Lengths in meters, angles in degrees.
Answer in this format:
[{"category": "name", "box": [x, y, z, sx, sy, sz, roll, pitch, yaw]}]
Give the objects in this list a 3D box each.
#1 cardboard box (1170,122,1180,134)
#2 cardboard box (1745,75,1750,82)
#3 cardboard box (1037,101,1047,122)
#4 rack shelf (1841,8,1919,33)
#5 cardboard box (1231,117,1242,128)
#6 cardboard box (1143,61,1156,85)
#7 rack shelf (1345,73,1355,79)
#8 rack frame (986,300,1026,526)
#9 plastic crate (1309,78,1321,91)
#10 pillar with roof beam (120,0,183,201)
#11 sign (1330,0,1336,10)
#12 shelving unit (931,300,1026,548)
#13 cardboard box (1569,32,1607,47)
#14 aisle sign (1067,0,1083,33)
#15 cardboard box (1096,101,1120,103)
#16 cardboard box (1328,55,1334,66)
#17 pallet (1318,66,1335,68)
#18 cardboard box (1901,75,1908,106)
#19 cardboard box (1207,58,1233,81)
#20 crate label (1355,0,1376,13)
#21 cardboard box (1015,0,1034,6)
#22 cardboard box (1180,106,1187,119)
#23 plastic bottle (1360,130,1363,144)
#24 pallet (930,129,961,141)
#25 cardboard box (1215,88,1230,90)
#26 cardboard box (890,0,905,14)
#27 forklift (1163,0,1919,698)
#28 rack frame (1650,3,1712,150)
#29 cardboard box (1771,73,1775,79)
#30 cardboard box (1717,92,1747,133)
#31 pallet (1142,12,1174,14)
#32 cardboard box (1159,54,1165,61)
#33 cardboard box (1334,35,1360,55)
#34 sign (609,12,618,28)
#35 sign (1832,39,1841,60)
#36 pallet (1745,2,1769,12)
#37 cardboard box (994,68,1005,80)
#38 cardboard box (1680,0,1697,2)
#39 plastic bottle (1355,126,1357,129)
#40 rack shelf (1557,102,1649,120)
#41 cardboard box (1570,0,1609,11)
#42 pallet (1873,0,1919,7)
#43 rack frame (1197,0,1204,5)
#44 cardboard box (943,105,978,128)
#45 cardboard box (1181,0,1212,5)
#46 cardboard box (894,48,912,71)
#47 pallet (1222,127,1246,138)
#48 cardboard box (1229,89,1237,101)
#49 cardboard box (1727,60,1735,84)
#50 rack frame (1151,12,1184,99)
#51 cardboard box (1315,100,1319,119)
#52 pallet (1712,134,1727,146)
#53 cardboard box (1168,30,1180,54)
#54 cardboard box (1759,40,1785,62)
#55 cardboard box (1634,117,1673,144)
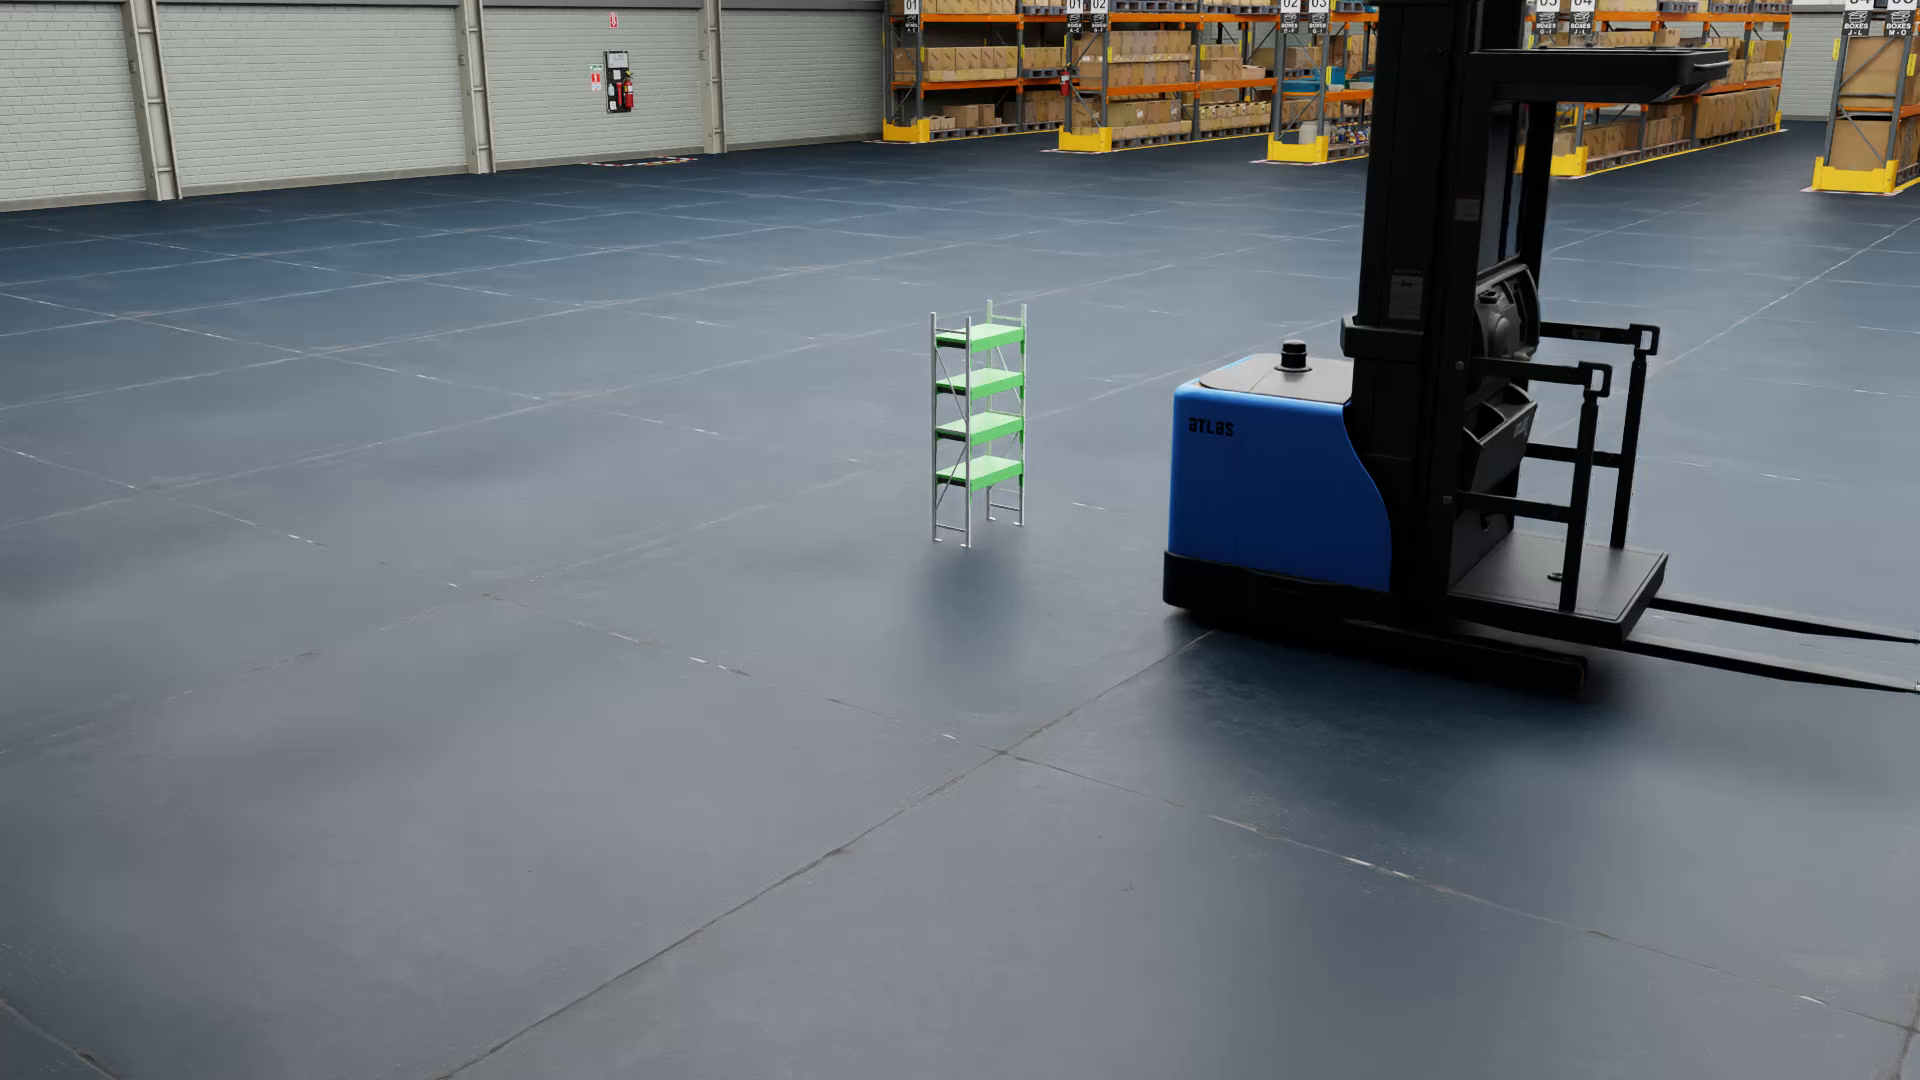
[{"category": "cardboard box", "box": [4.666, -9.371, 37.790, 0.500, 0.250, 0.500, 12, 21, 35]}, {"category": "cardboard box", "box": [18.237, -10.796, 38.874, 0.380, 0.149, 0.250, 12, 21, 35]}, {"category": "cardboard box", "box": [1.785, -10.951, 42.423, 0.700, 0.500, 0.500, 12, 21, 34]}, {"category": "rack shelf", "box": [15.758, -8.711, 27.891, 1.077, 0.370, 4.000, 12, 21, 35]}, {"category": "cardboard box", "box": [6.428, -10.056, 39.997, 0.500, 0.250, 0.500, 13, 21, 36]}, {"category": "cardboard box", "box": [3.898, -10.323, 36.760, 0.700, 0.500, 0.500, 13, 22, 36]}, {"category": "rack shelf", "box": [11.031, -12.788, 46.079, 1.077, 0.370, 4.000, 12, 21, 35]}, {"category": "rack frame", "box": [0.244, -0.671, 8.880, 0.240, 1.200, 0.015, 12, 21, 35]}, {"category": "plastic crate", "box": [7.115, -9.176, 33.485, 0.499, 0.251, 0.408, 12, 21, 35]}, {"category": "pillar with roof beam", "box": [-8.836, -8.808, 21.935, 9.100, 9.000, 0.400, 12, 21, 35]}, {"category": "sign", "box": [7.105, -10.260, 31.651, 0.100, 0.325, 0.005, 12, 21, 35]}, {"category": "shelving unit", "box": [0.099, -0.612, 8.693, 0.258, 1.200, 0.503, 12, 21, 35]}, {"category": "cardboard box", "box": [11.190, -8.796, 29.655, 0.500, 0.500, 0.500, 12, 21, 35]}, {"category": "aisle sign", "box": [2.415, -11.075, 34.966, 0.394, 0.787, 0.004, 12, 21, 35]}, {"category": "cardboard box", "box": [3.354, -9.464, 36.825, 0.500, 0.500, 0.500, 12, 21, 35]}, {"category": "cardboard box", "box": [9.931, -12.868, 44.953, 0.500, 0.500, 0.500, 13, 21, 36]}, {"category": "pallet", "box": [9.276, -12.393, 43.916, 1.003, 0.211, 1.213, 12, 21, 35]}, {"category": "cardboard box", "box": [15.061, -7.448, 27.418, 0.875, 0.550, 0.550, 12, 21, 35]}, {"category": "cardboard box", "box": [6.156, -11.223, 39.656, 0.500, 0.500, 0.500, 12, 21, 35]}, {"category": "crate label", "box": [8.046, -10.670, 33.238, 0.502, 0.251, 0.408, 12, 21, 35]}, {"category": "cardboard box", "box": [1.482, -13.421, 40.971, 0.500, 0.500, 0.500, 16, 24, 42]}, {"category": "cardboard box", "box": [5.084, -10.052, 39.039, 0.500, 0.311, 0.500, 12, 21, 35]}, {"category": "plastic bottle", "box": [8.260, -8.310, 34.306, 0.097, 0.271, 0.097, 0, 17, 0]}, {"category": "pallet", "box": [-0.733, -9.545, 39.126, 1.003, 0.211, 1.213, 12, 21, 35]}, {"category": "cardboard box", "box": [7.824, -13.491, 49.542, 0.380, 0.149, 0.250, 13, 22, 36]}, {"category": "cardboard box", "box": [-1.246, -12.306, 38.052, 0.500, 0.500, 0.500, 14, 22, 39]}, {"category": "forklift", "box": [2.453, -0.943, 6.837, 3.031, 2.935, 1.130, 10, 20, 30]}, {"category": "rack frame", "box": [15.410, -9.951, 35.731, 1.000, 3.000, 0.127, 12, 21, 35]}, {"category": "cardboard box", "box": [19.775, -11.412, 40.859, 0.380, 0.149, 0.250, 13, 21, 36]}, {"category": "cardboard box", "box": [17.428, -9.934, 38.549, 1.225, 0.875, 0.875, 12, 21, 35]}, {"category": "pallet", "box": [5.352, -14.644, 46.107, 0.805, 0.209, 1.217, 11, 21, 33]}, {"category": "cardboard box", "box": [4.325, -10.703, 36.888, 0.380, 0.149, 0.250, 13, 22, 36]}, {"category": "cardboard box", "box": [10.346, -13.243, 44.477, 0.500, 0.500, 0.500, 13, 22, 36]}, {"category": "sign", "box": [-6.731, -10.103, 32.311, 0.001, 0.298, 0.199, 12, 21, 35]}, {"category": "sign", "box": [14.139, -7.911, 26.808, 0.100, 0.325, 0.005, 12, 21, 35]}, {"category": "pallet", "box": [18.289, -12.487, 38.989, 1.003, 0.211, 1.213, 12, 21, 35]}, {"category": "cardboard box", "box": [0.750, -11.279, 40.225, 0.500, 0.250, 0.500, 13, 21, 35]}, {"category": "cardboard box", "box": [14.737, -10.916, 34.032, 0.500, 0.250, 0.500, 13, 22, 36]}, {"category": "plastic bottle", "box": [8.422, -8.688, 35.500, 0.061, 0.283, 0.133, 12, 21, 35]}, {"category": "rack shelf", "box": [11.835, -8.179, 31.236, 1.077, 0.370, 4.000, 12, 21, 35]}, {"category": "cardboard box", "box": [11.138, -9.476, 29.395, 0.500, 0.250, 0.500, 13, 22, 36]}, {"category": "pallet", "box": [15.000, -8.714, 26.838, 1.003, 0.211, 1.213, 12, 21, 35]}, {"category": "rack frame", "box": [5.073, -13.615, 37.413, 1.000, 3.000, 0.127, 12, 21, 35]}, {"category": "cardboard box", "box": [0.011, -10.139, 39.807, 0.700, 0.500, 0.500, 11, 20, 31]}, {"category": "cardboard box", "box": [5.448, -12.457, 38.285, 0.500, 0.250, 0.500, 15, 23, 40]}, {"category": "cardboard box", "box": [-1.181, -11.118, 38.441, 0.500, 0.500, 0.500, 12, 21, 34]}, {"category": "pallet", "box": [6.207, -9.893, 40.243, 1.003, 0.211, 1.213, 12, 21, 35]}, {"category": "cardboard box", "box": [7.906, -13.305, 50.037, 0.700, 0.500, 0.500, 12, 21, 35]}, {"category": "cardboard box", "box": [17.128, -10.550, 37.490, 0.500, 0.500, 0.500, 12, 21, 34]}, {"category": "rack frame", "box": [5.859, -13.530, 47.255, 1.000, 3.000, 0.127, 12, 21, 35]}, {"category": "cardboard box", "box": [9.175, -11.268, 43.444, 0.500, 0.500, 0.500, 13, 21, 35]}, {"category": "pallet", "box": [16.668, -9.083, 37.638, 1.003, 0.211, 1.213, 12, 21, 35]}, {"category": "cardboard box", "box": [4.514, -11.190, 37.363, 0.700, 0.500, 0.500, 12, 21, 35]}, {"category": "cardboard box", "box": [20.097, -12.123, 41.210, 0.500, 0.500, 0.500, 13, 21, 35]}, {"category": "cardboard box", "box": [14.374, -8.534, 34.640, 0.700, 0.500, 0.500, 15, 23, 39]}]
